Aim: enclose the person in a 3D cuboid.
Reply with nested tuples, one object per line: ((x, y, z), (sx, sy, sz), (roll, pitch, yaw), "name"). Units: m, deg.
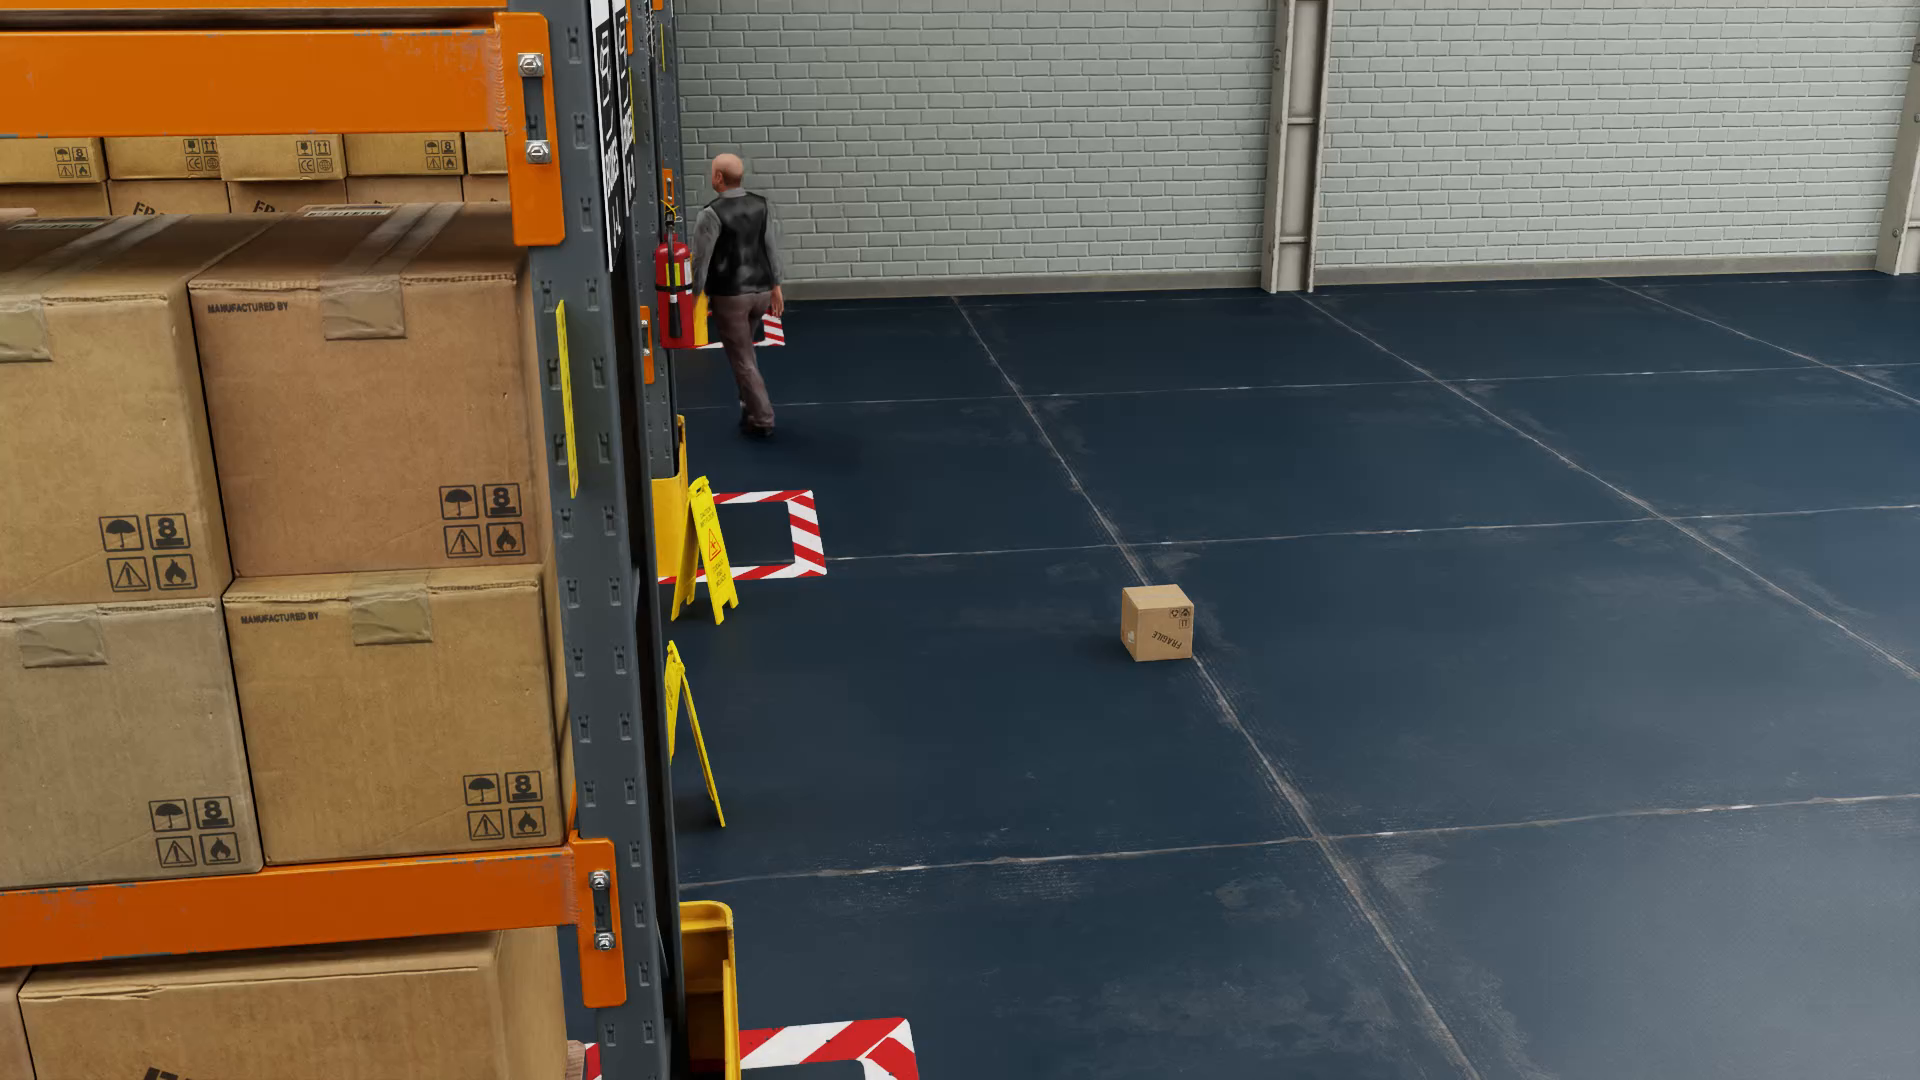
((-1.373, -1.456, 10.146), (0.551, 1.770, 0.570), (18, 27, 41), "person")
